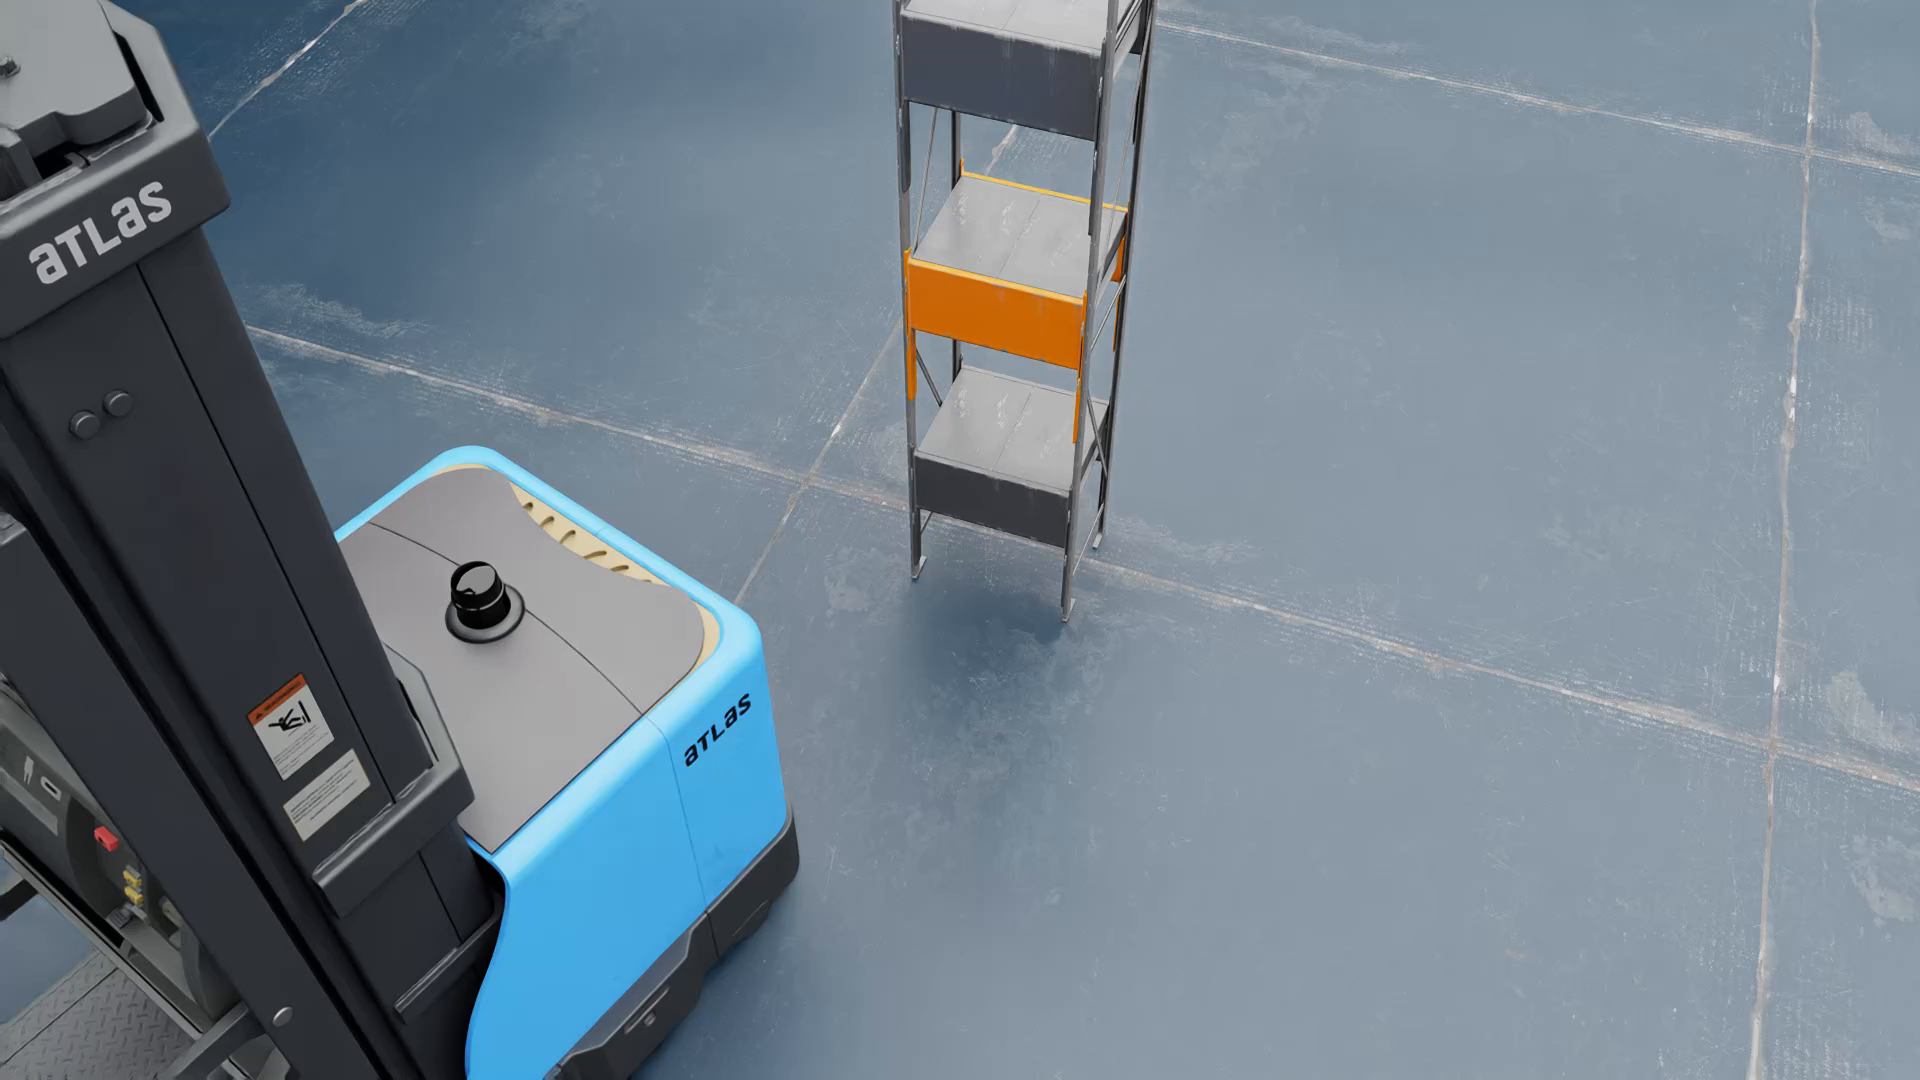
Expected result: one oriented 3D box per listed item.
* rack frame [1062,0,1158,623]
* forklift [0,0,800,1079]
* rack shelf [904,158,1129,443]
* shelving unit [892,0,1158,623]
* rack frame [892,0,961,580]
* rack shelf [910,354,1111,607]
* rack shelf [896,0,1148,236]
[{"bbox_3d":[0.384,-0.580,4.364,0.015,2.100,0.400,16,51,13],"label":"rack frame"},{"bbox_3d":[-1.722,0.593,2.797,1.130,2.935,3.031,30,56,24],"label":"forklift"},{"bbox_3d":[0.155,-0.635,4.429,0.480,0.518,0.431,16,51,13],"label":"rack shelf"},{"bbox_3d":[0.155,-0.644,4.419,0.503,2.100,0.431,16,51,13],"label":"shelving unit"},{"bbox_3d":[-0.074,-0.708,4.474,0.015,2.100,0.400,16,51,13],"label":"rack frame"},{"bbox_3d":[0.155,-0.177,4.958,0.480,0.518,0.431,16,51,13],"label":"rack shelf"},{"bbox_3d":[0.155,-1.094,3.900,0.480,0.518,0.431,16,51,13],"label":"rack shelf"}]
